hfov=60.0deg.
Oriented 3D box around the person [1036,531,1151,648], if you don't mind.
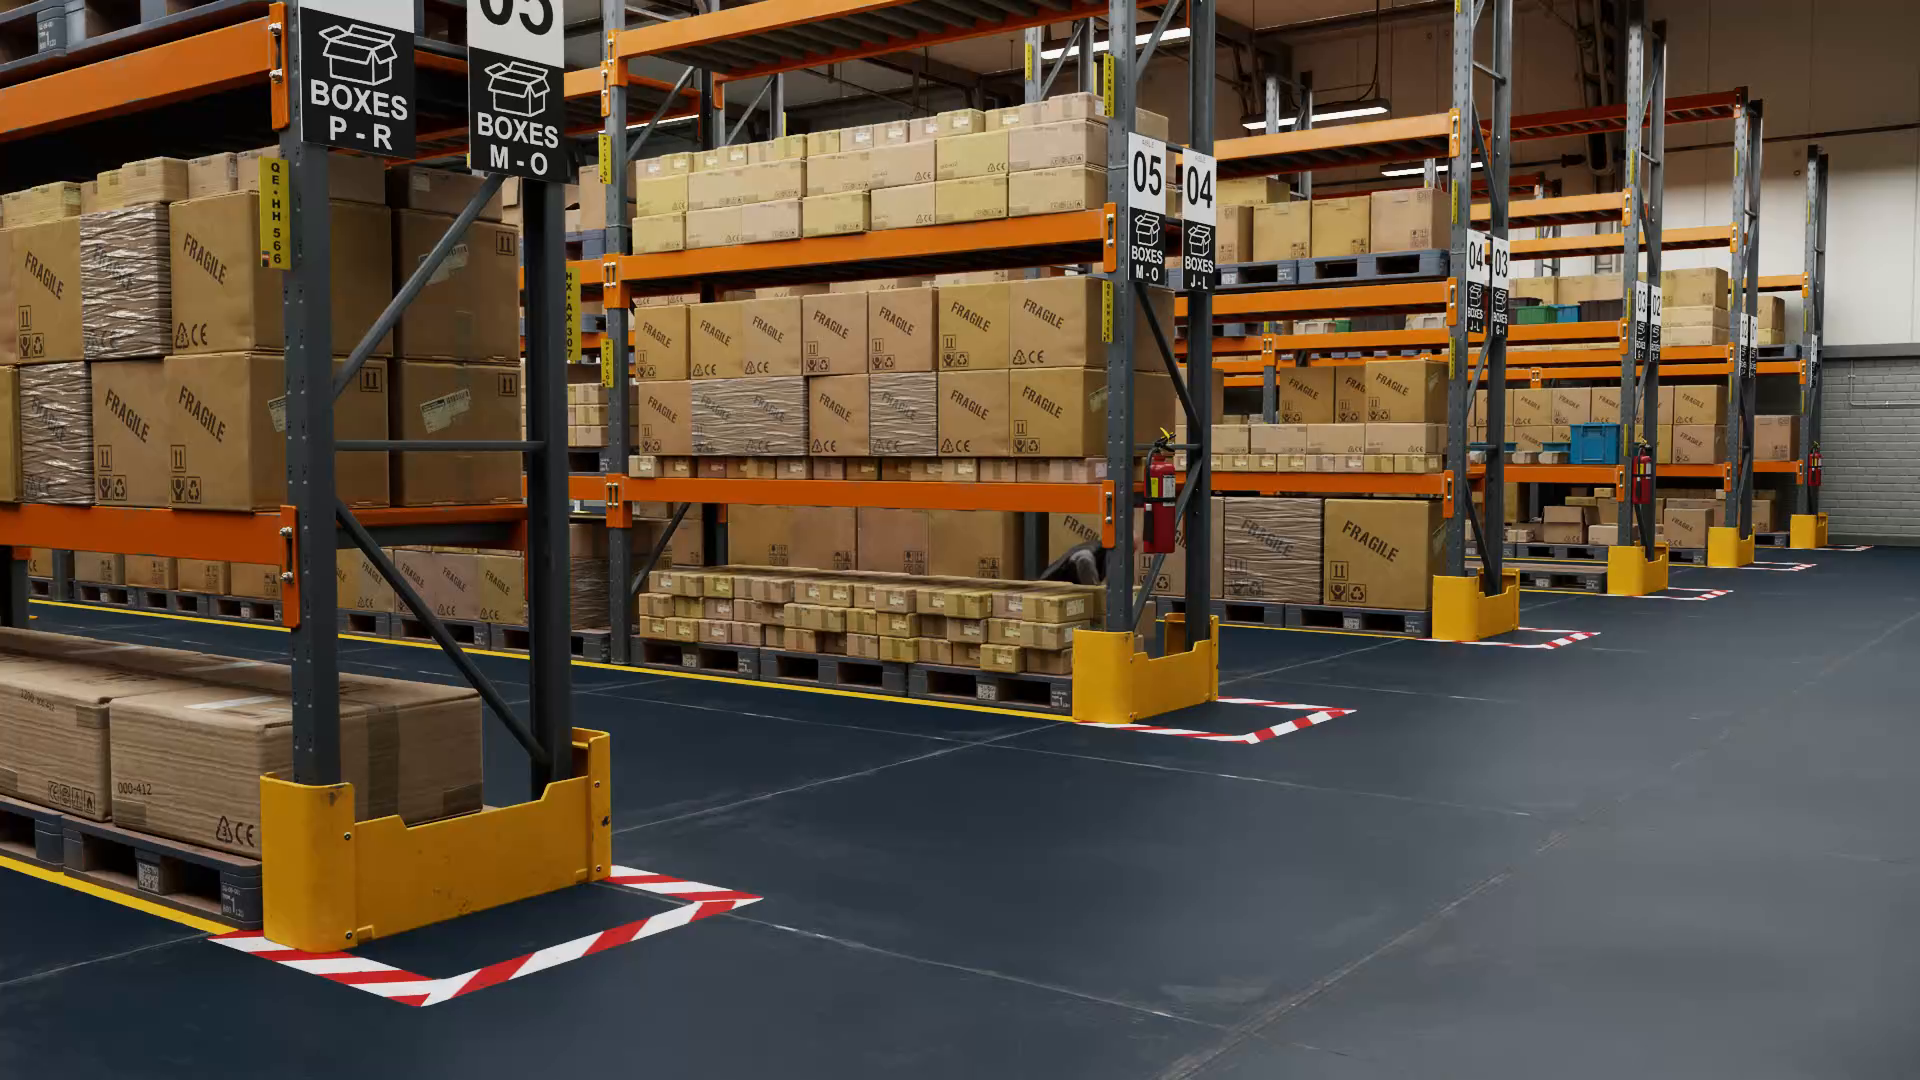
[{"bbox_3d":[0.900,0.387,11.573,0.859,0.968,0.528,2,4,36],"label":"person"}]
